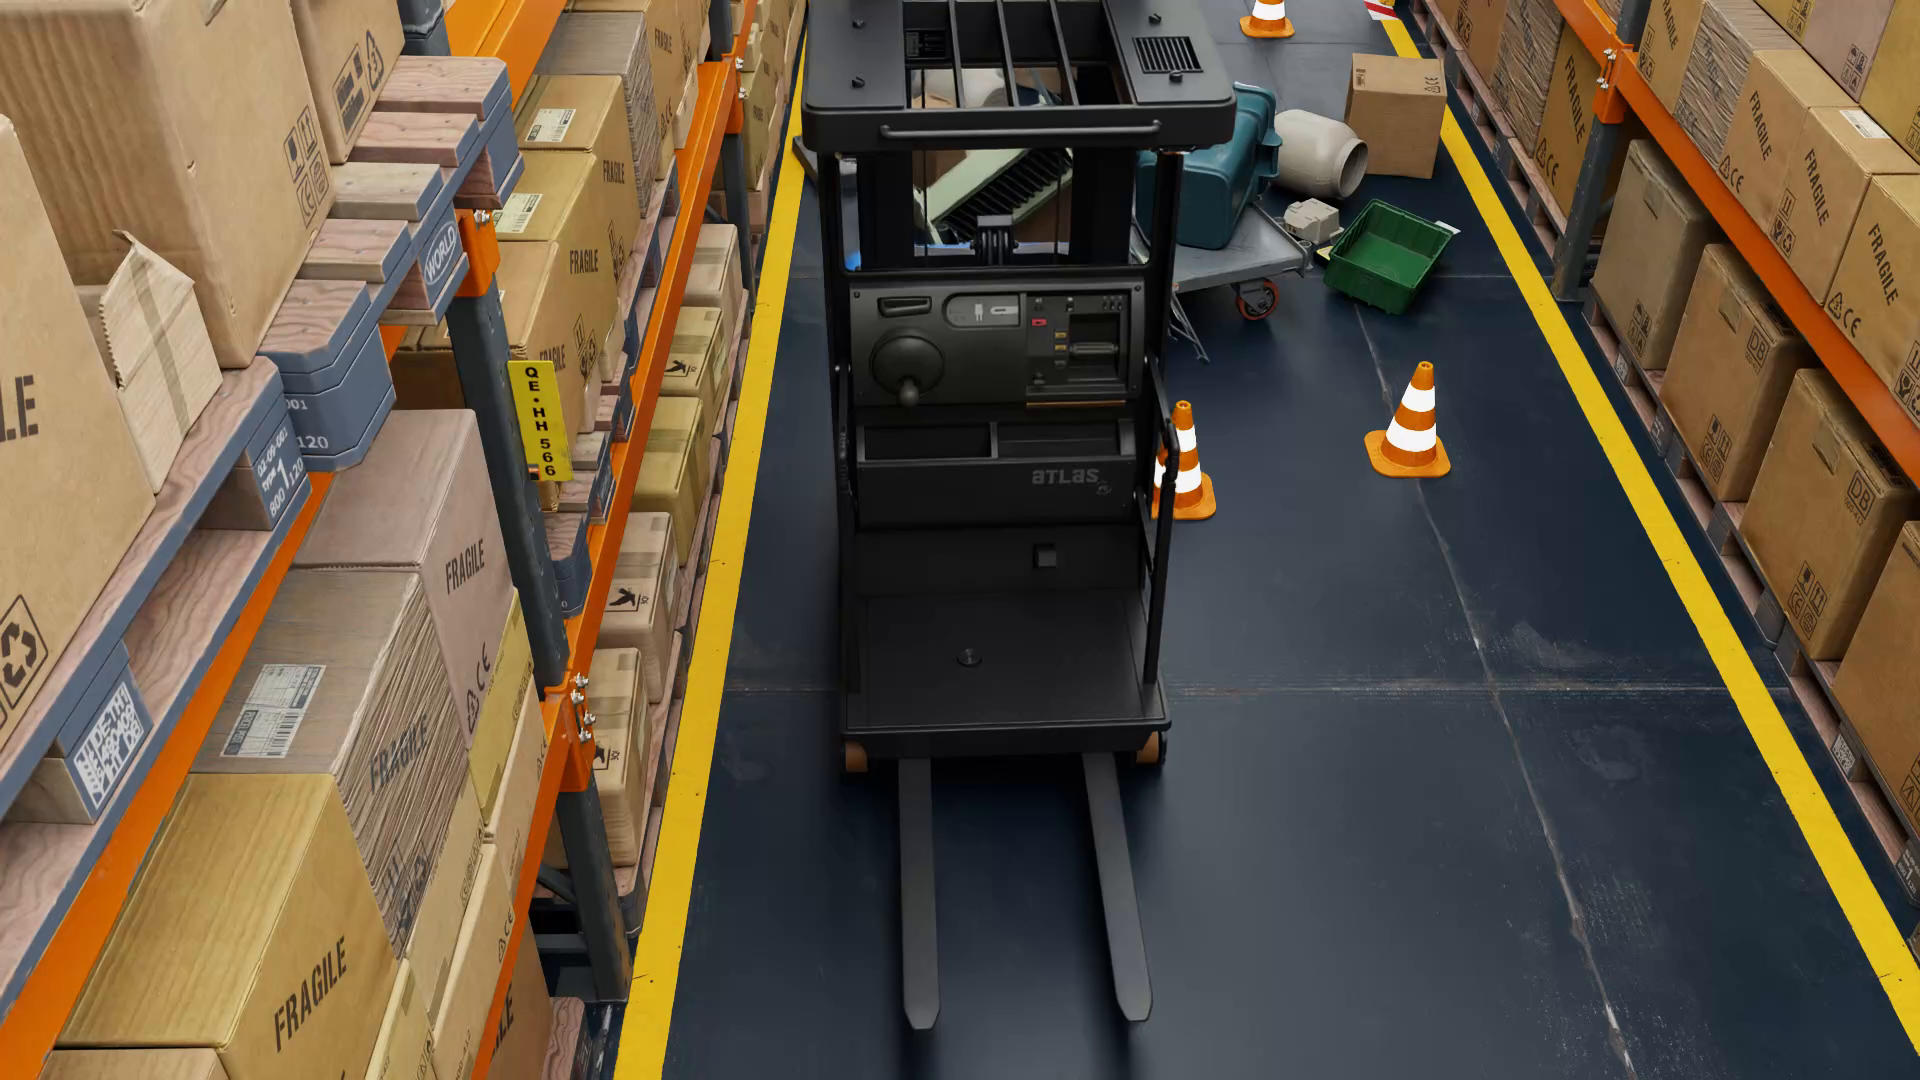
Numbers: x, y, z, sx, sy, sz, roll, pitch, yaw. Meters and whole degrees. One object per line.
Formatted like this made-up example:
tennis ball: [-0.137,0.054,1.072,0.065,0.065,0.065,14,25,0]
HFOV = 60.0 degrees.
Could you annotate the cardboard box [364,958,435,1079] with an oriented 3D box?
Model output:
cardboard box: [-1.220,0.996,2.829,0.500,0.250,0.500,-1,39,-1]

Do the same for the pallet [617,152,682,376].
pallet: [-1.544,-0.974,5.720,1.003,0.211,1.213,0,39,0]

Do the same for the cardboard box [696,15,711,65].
cardboard box: [-1.228,-2.057,6.783,0.380,0.149,0.250,0,39,1]

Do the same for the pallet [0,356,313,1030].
pallet: [-1.442,0.194,1.862,1.003,0.211,1.213,2,39,2]

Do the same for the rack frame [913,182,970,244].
rack frame: [0.096,-1.020,7.300,0.023,0.400,1.500,-34,63,23]

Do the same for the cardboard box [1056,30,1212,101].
cardboard box: [1.024,-2.743,9.771,0.797,0.503,0.637,-28,46,-30]

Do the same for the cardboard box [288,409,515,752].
cardboard box: [-1.238,0.083,3.368,0.500,0.500,0.500,-1,39,-1]

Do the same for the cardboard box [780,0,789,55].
cardboard box: [-1.250,-3.055,9.426,0.500,0.500,0.500,-1,39,-1]

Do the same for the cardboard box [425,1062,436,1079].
cardboard box: [-1.239,1.198,2.977,0.500,0.250,0.500,0,39,-1]

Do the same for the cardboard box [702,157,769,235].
cardboard box: [-1.236,-1.773,8.426,0.500,0.250,0.500,-2,39,-2]

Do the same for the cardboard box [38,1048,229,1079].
cardboard box: [-1.242,1.031,2.186,0.500,0.500,0.500,-1,39,-1]

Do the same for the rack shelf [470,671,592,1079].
rack shelf: [-1.498,1.720,2.780,1.077,0.370,4.000,0,39,0]

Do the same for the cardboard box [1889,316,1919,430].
cardboard box: [3.181,-0.510,4.908,0.500,0.500,0.500,0,39,0]

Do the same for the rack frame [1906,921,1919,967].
rack frame: [3.450,0.122,4.199,1.000,3.000,0.127,0,39,0]

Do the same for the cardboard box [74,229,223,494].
cardboard box: [-1.149,-0.232,2.014,0.396,0.266,0.258,-1,39,-1]

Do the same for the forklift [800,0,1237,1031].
forklift: [0.131,-0.549,5.091,1.130,2.935,3.031,-2,39,-2]

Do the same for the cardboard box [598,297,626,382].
cardboard box: [-1.215,-0.600,4.966,0.380,0.149,0.250,0,39,0]

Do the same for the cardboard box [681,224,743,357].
cardboard box: [-1.502,-1.123,7.518,0.950,0.372,0.625,0,39,1]

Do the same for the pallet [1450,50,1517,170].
pallet: [3.518,-2.532,9.740,1.003,0.211,1.213,0,39,0]

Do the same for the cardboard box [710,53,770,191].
cardboard box: [-1.236,-2.065,8.192,0.500,0.500,0.500,2,39,2]

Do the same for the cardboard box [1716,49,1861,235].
cardboard box: [3.176,-1.461,6.094,0.500,0.500,0.500,0,39,0]

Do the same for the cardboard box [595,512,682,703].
cardboard box: [-1.500,0.236,5.823,0.950,0.372,0.625,-1,39,-1]

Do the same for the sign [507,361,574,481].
sign: [-0.945,-0.265,3.757,0.100,0.325,0.005,0,39,0]

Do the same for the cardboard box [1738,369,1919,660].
cardboard box: [3.534,-0.091,5.929,1.050,0.750,0.750,1,39,1]

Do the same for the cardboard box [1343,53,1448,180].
cardboard box: [2.417,-2.375,9.312,0.500,0.500,0.500,6,39,8]

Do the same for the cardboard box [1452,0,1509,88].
cardboard box: [3.510,-3.241,9.759,0.875,0.875,0.875,-1,39,-1]

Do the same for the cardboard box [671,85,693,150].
cardboard box: [-1.206,-1.571,6.177,0.380,0.149,0.250,0,39,0]

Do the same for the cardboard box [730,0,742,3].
cardboard box: [-1.227,-2.743,7.456,0.500,0.500,0.500,0,39,0]

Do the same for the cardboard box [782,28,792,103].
cardboard box: [-1.241,-2.748,9.644,0.500,0.250,0.500,-1,39,-2]

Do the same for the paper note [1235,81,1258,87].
paper note: [1.744,-2.766,10.178,0.144,0.017,0.142,13,40,15]

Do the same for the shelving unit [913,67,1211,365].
shelving unit: [0.377,-1.206,7.159,0.755,0.431,1.500,-34,63,23]

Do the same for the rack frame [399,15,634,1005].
rack frame: [-1.500,0.189,4.116,1.000,3.000,0.127,0,39,0]

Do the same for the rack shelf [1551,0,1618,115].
rack shelf: [3.443,-3.349,9.106,1.077,0.370,4.000,0,39,0]

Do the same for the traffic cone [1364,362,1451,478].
traffic cone: [1.936,-0.550,7.066,0.336,0.463,0.334,0,39,0]

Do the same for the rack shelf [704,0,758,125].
rack shelf: [-1.507,-3.283,9.023,1.077,0.370,4.000,0,39,0]

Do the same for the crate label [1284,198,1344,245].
crate label: [1.842,-1.679,8.736,0.298,0.136,0.250,-28,46,-30]

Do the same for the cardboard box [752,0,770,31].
cardboard box: [-1.178,-2.718,8.487,0.380,0.149,0.250,1,39,2]

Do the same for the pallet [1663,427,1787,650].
pallet: [3.525,-0.044,6.636,1.003,0.211,1.213,0,39,0]

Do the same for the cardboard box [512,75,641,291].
cardboard box: [-1.284,-1.070,5.032,0.500,0.500,0.500,1,39,1]

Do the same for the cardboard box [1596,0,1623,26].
cardboard box: [3.433,-2.669,7.561,0.875,0.550,0.550,0,39,0]

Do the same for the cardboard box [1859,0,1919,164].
cardboard box: [3.453,-1.545,5.399,0.700,0.500,0.500,0,39,0]

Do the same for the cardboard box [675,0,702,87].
cardboard box: [-1.273,-2.033,6.234,0.500,0.500,0.500,0,39,0]

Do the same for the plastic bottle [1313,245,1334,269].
plastic bottle: [1.935,-1.404,8.453,0.133,0.061,0.283,-20,43,-23]

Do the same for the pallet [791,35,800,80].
pallet: [-1.544,-3.170,10.537,1.003,0.211,1.213,0,39,0]

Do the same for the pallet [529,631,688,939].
pallet: [-1.500,0.788,5.597,1.003,0.211,1.213,0,39,0]
